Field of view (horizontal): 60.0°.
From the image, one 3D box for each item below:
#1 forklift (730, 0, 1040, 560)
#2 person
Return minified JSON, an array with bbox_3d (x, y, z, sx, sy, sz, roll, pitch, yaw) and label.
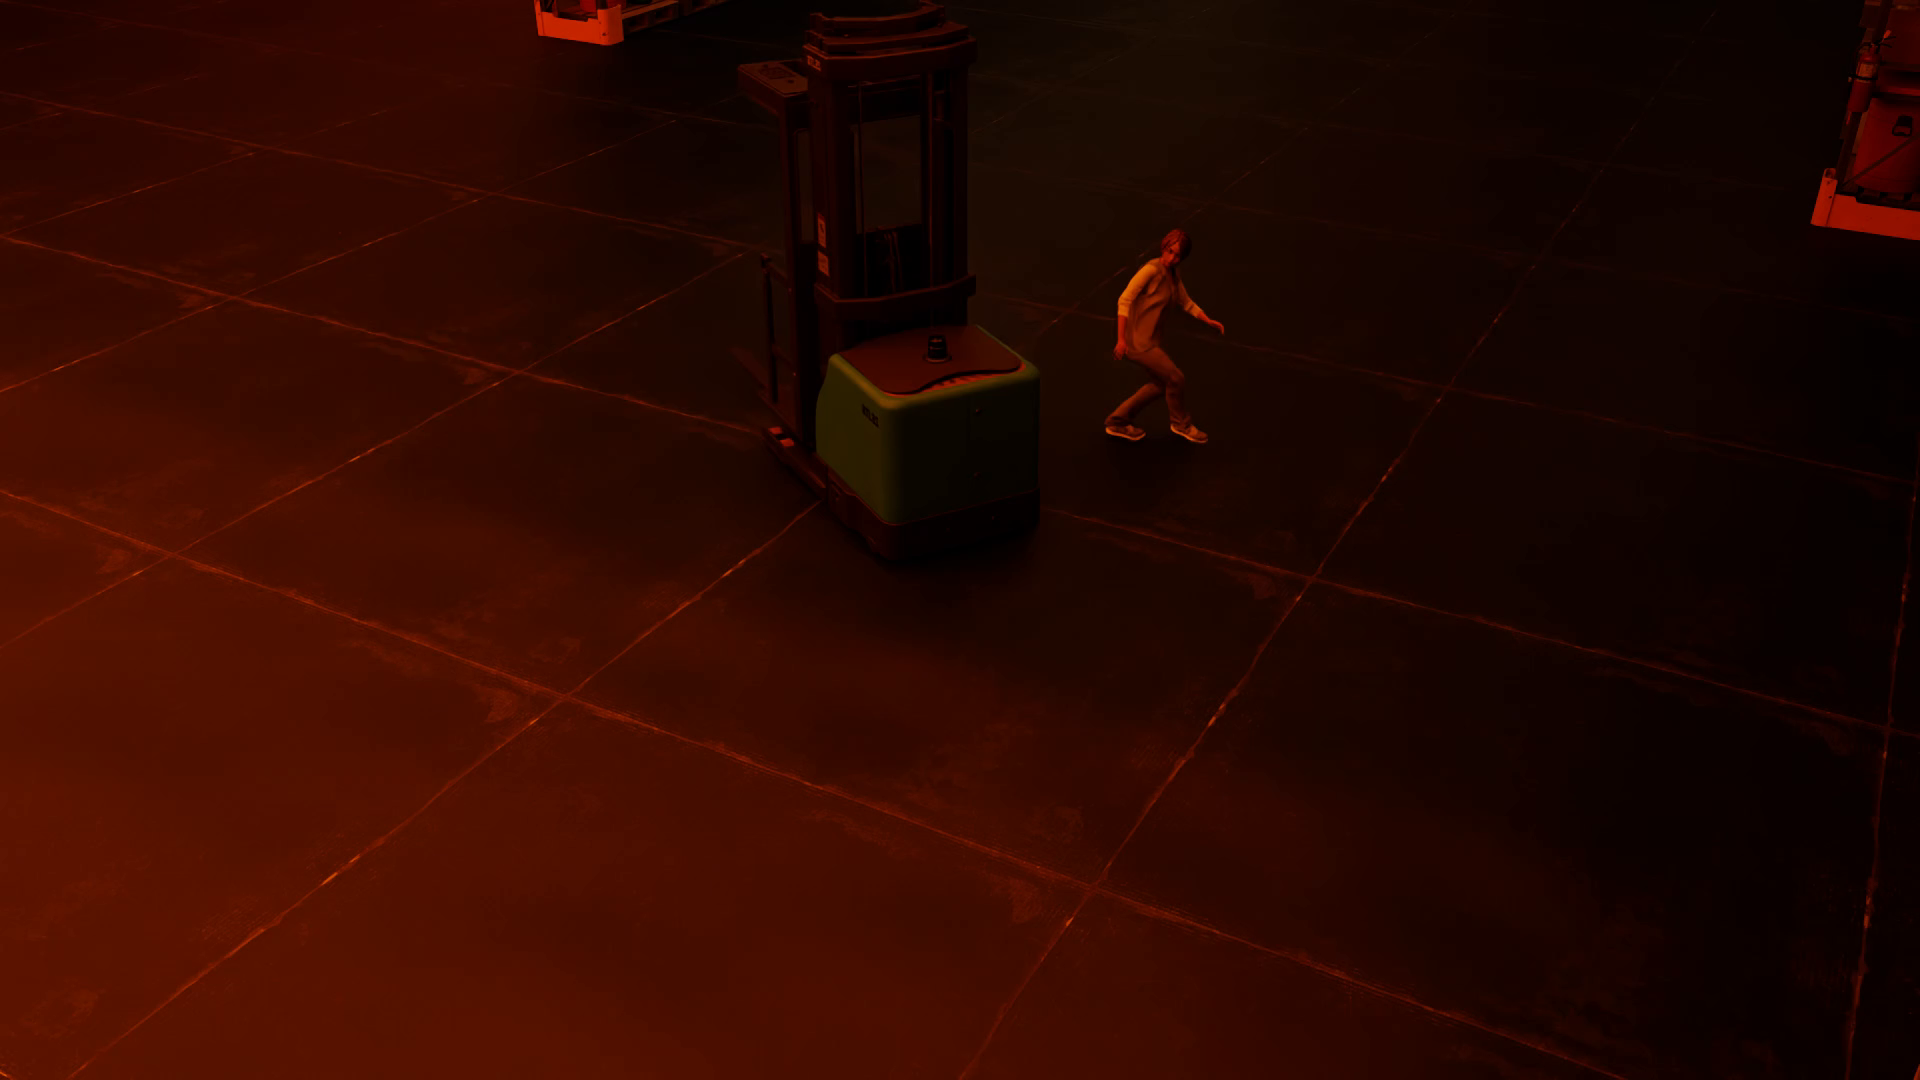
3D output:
[{"bbox_3d":[-0.651,-1.861,10.295,1.130,2.935,3.031,-15,33,-24],"label":"forklift"},{"bbox_3d":[1.321,-1.253,10.734,0.744,1.466,0.656,8,31,13],"label":"person"}]
